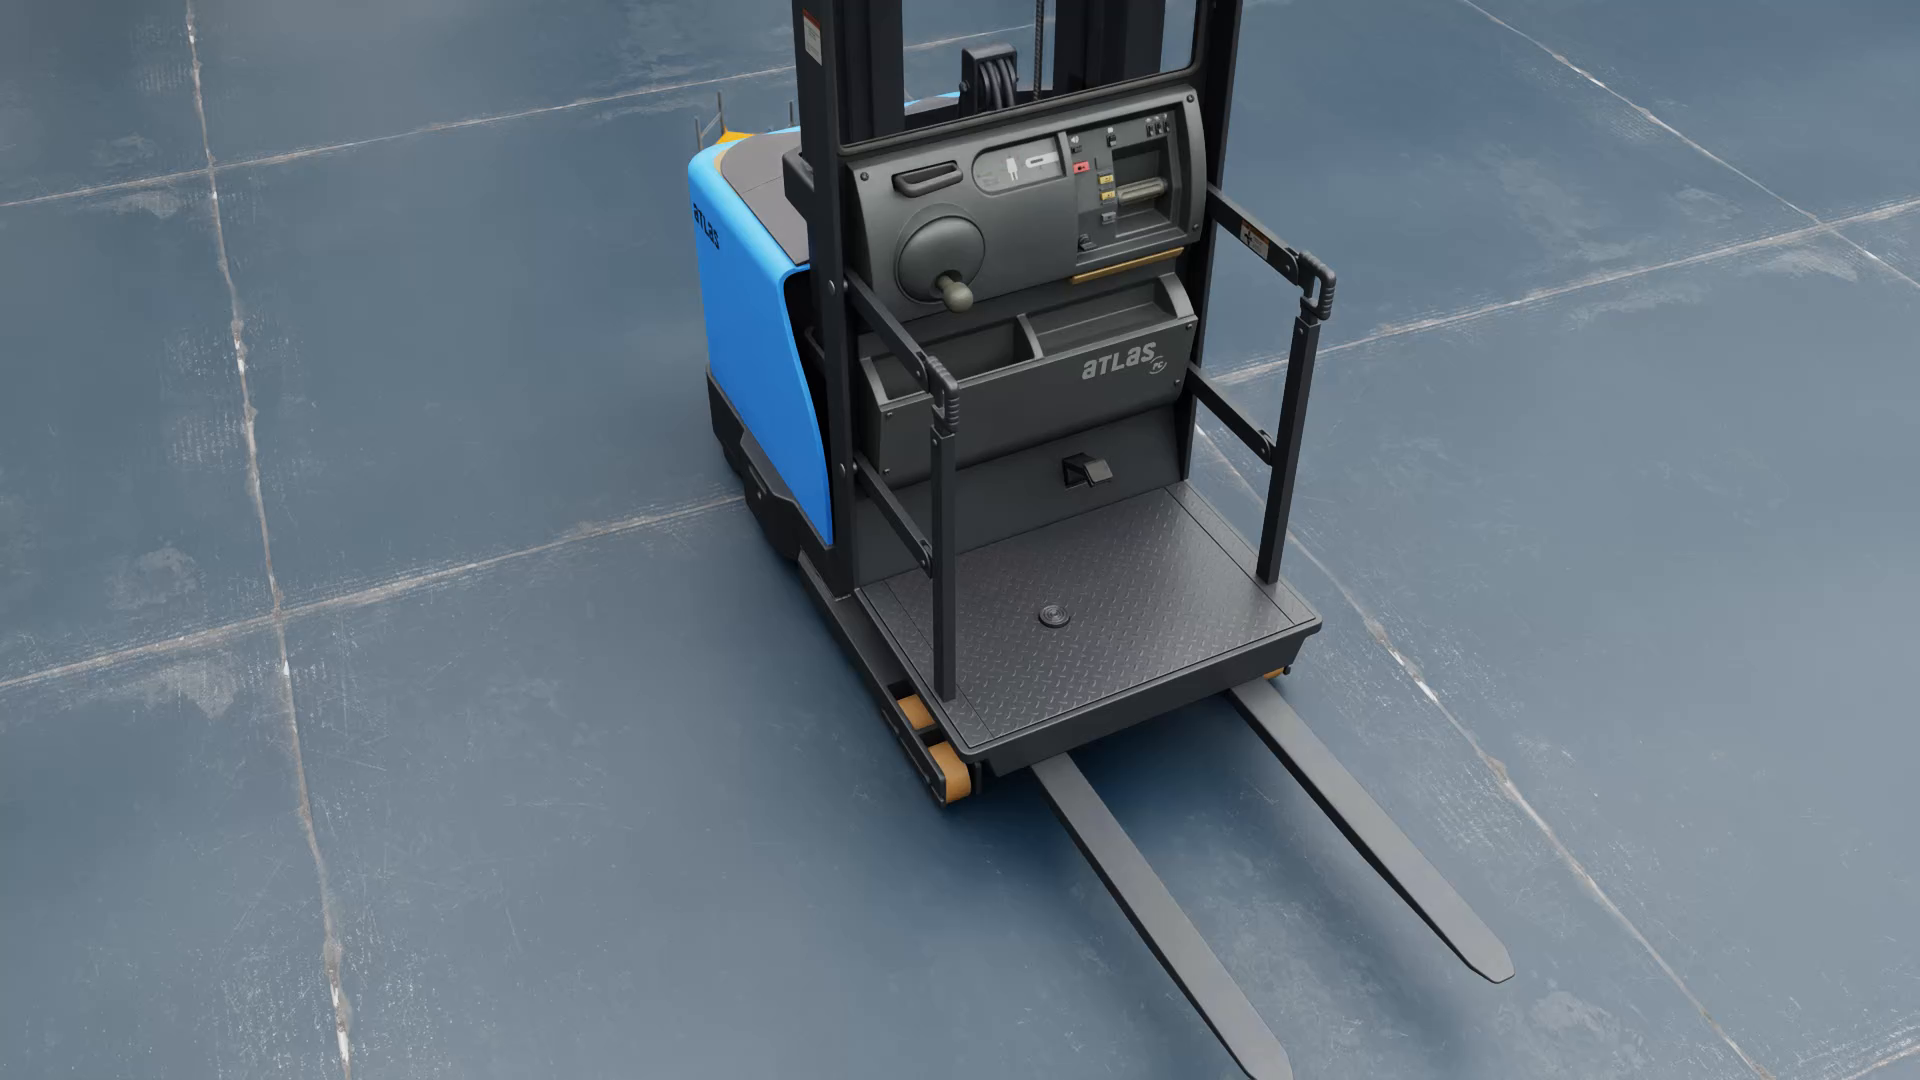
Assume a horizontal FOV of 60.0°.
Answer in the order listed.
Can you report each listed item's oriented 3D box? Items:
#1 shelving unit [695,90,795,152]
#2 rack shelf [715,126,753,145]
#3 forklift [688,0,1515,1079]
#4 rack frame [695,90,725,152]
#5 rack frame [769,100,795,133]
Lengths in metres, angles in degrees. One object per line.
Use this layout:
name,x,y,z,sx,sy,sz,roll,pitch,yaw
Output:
shelving unit,-0.675,-0.952,5.552,0.252,1.050,0.215,11,42,12
rack shelf,-0.675,-1.159,5.374,0.240,0.259,0.215,11,42,12
forklift,0.283,-0.744,3.867,1.130,2.935,3.031,-18,44,-20
rack frame,-0.792,-0.974,5.578,0.008,1.050,0.200,11,42,12
rack frame,-0.558,-0.930,5.527,0.008,1.050,0.200,11,42,12
